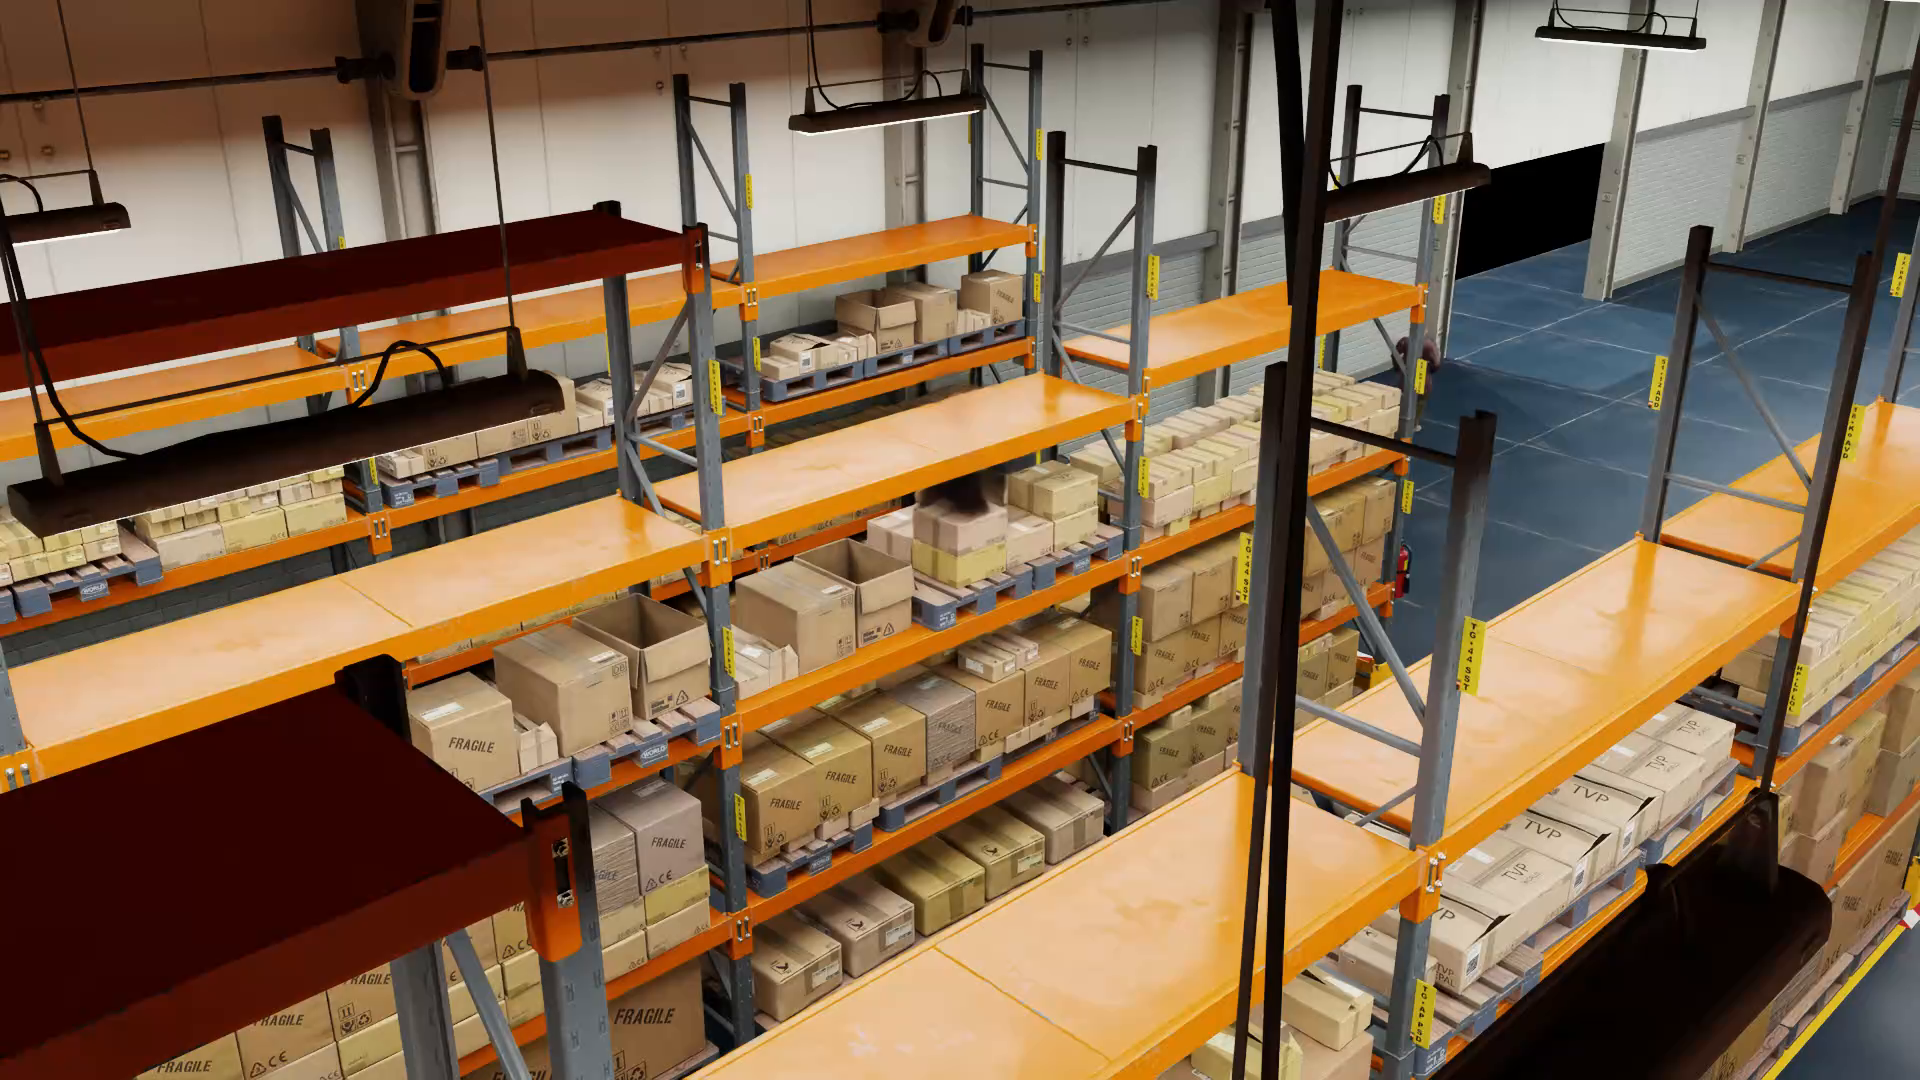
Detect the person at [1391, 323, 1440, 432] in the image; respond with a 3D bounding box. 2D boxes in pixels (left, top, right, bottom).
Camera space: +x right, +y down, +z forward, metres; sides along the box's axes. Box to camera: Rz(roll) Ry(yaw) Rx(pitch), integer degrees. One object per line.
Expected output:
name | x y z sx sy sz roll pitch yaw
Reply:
person | 6.657 -2.365 24.358 0.730 1.723 0.717 13 26 28
